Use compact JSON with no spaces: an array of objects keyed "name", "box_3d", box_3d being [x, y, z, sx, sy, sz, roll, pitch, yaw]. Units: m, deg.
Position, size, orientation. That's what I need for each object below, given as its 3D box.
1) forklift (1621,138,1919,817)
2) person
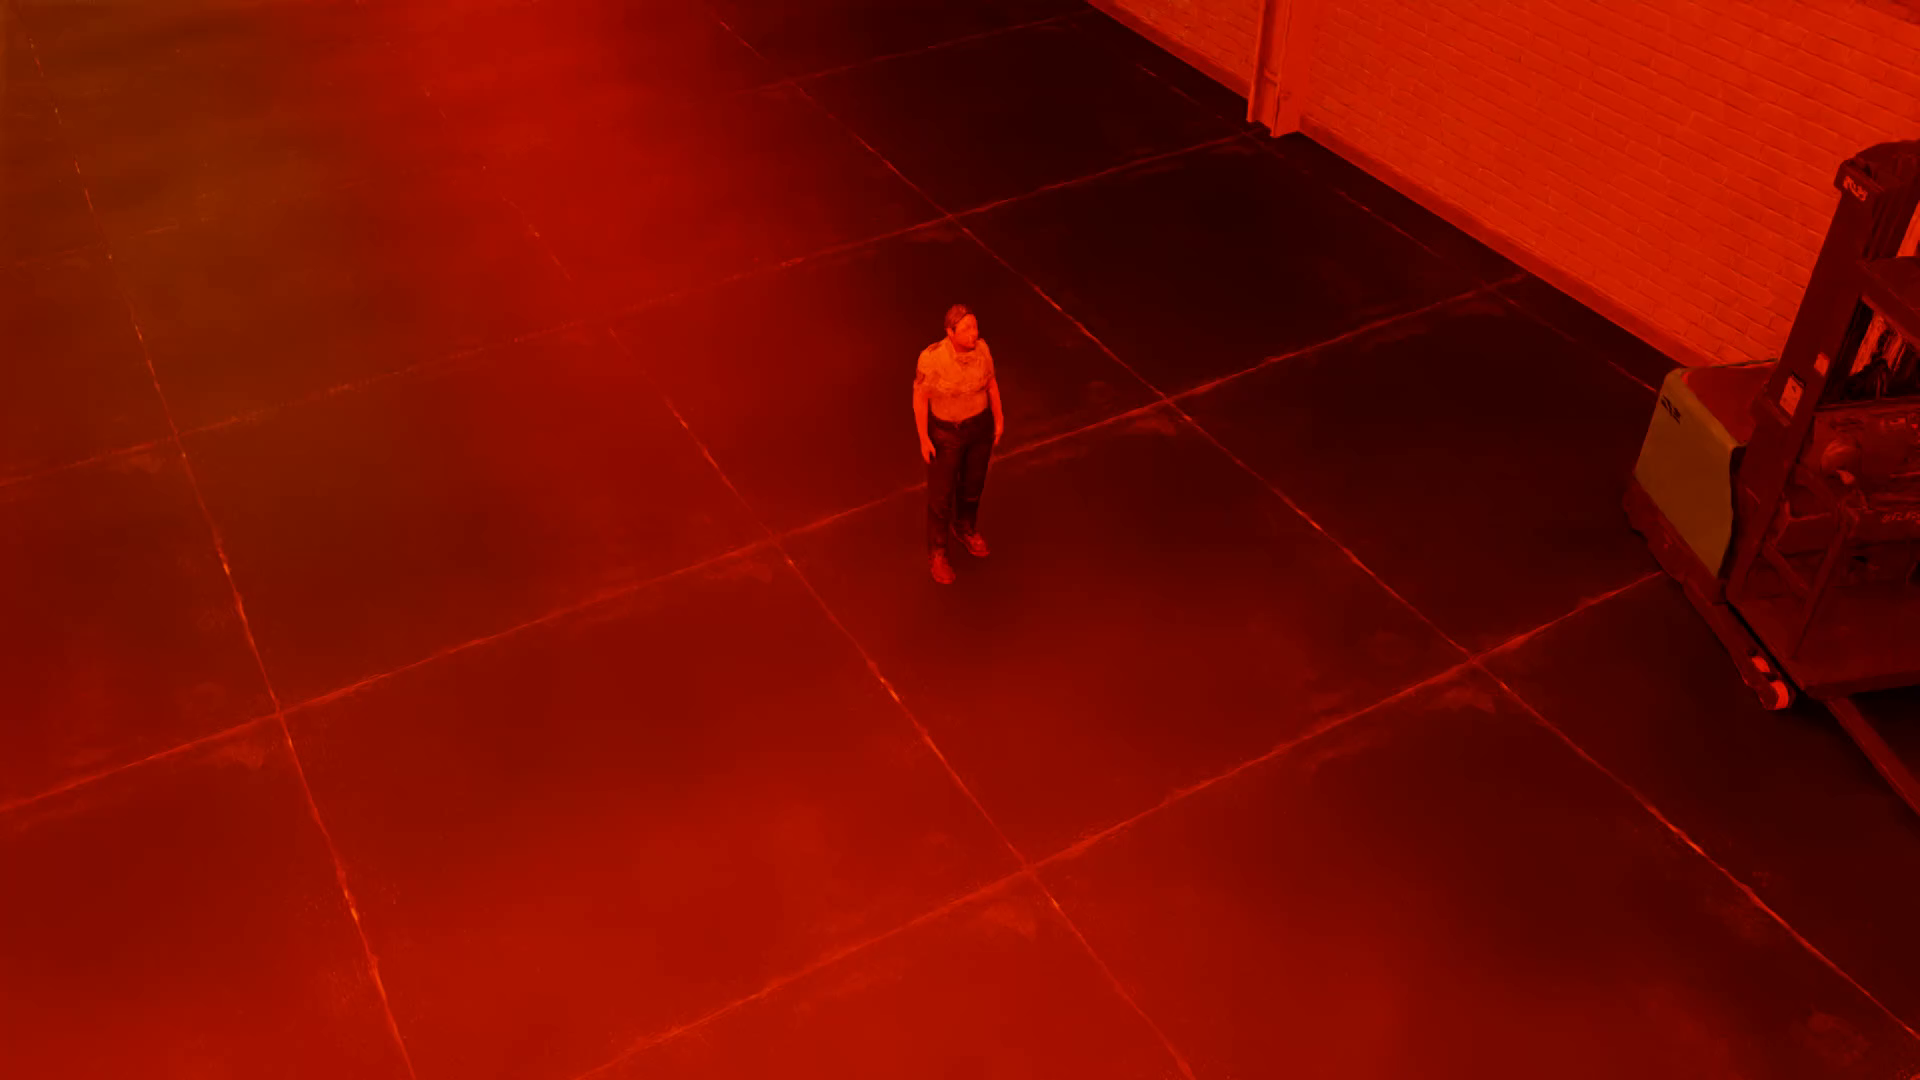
[{"name":"forklift","box_3d":[4.934,-0.443,8.570,1.130,2.935,3.031,-7,40,-8]},{"name":"person","box_3d":[0.025,-0.583,9.733,0.599,1.650,0.502,-20,44,-23]}]
